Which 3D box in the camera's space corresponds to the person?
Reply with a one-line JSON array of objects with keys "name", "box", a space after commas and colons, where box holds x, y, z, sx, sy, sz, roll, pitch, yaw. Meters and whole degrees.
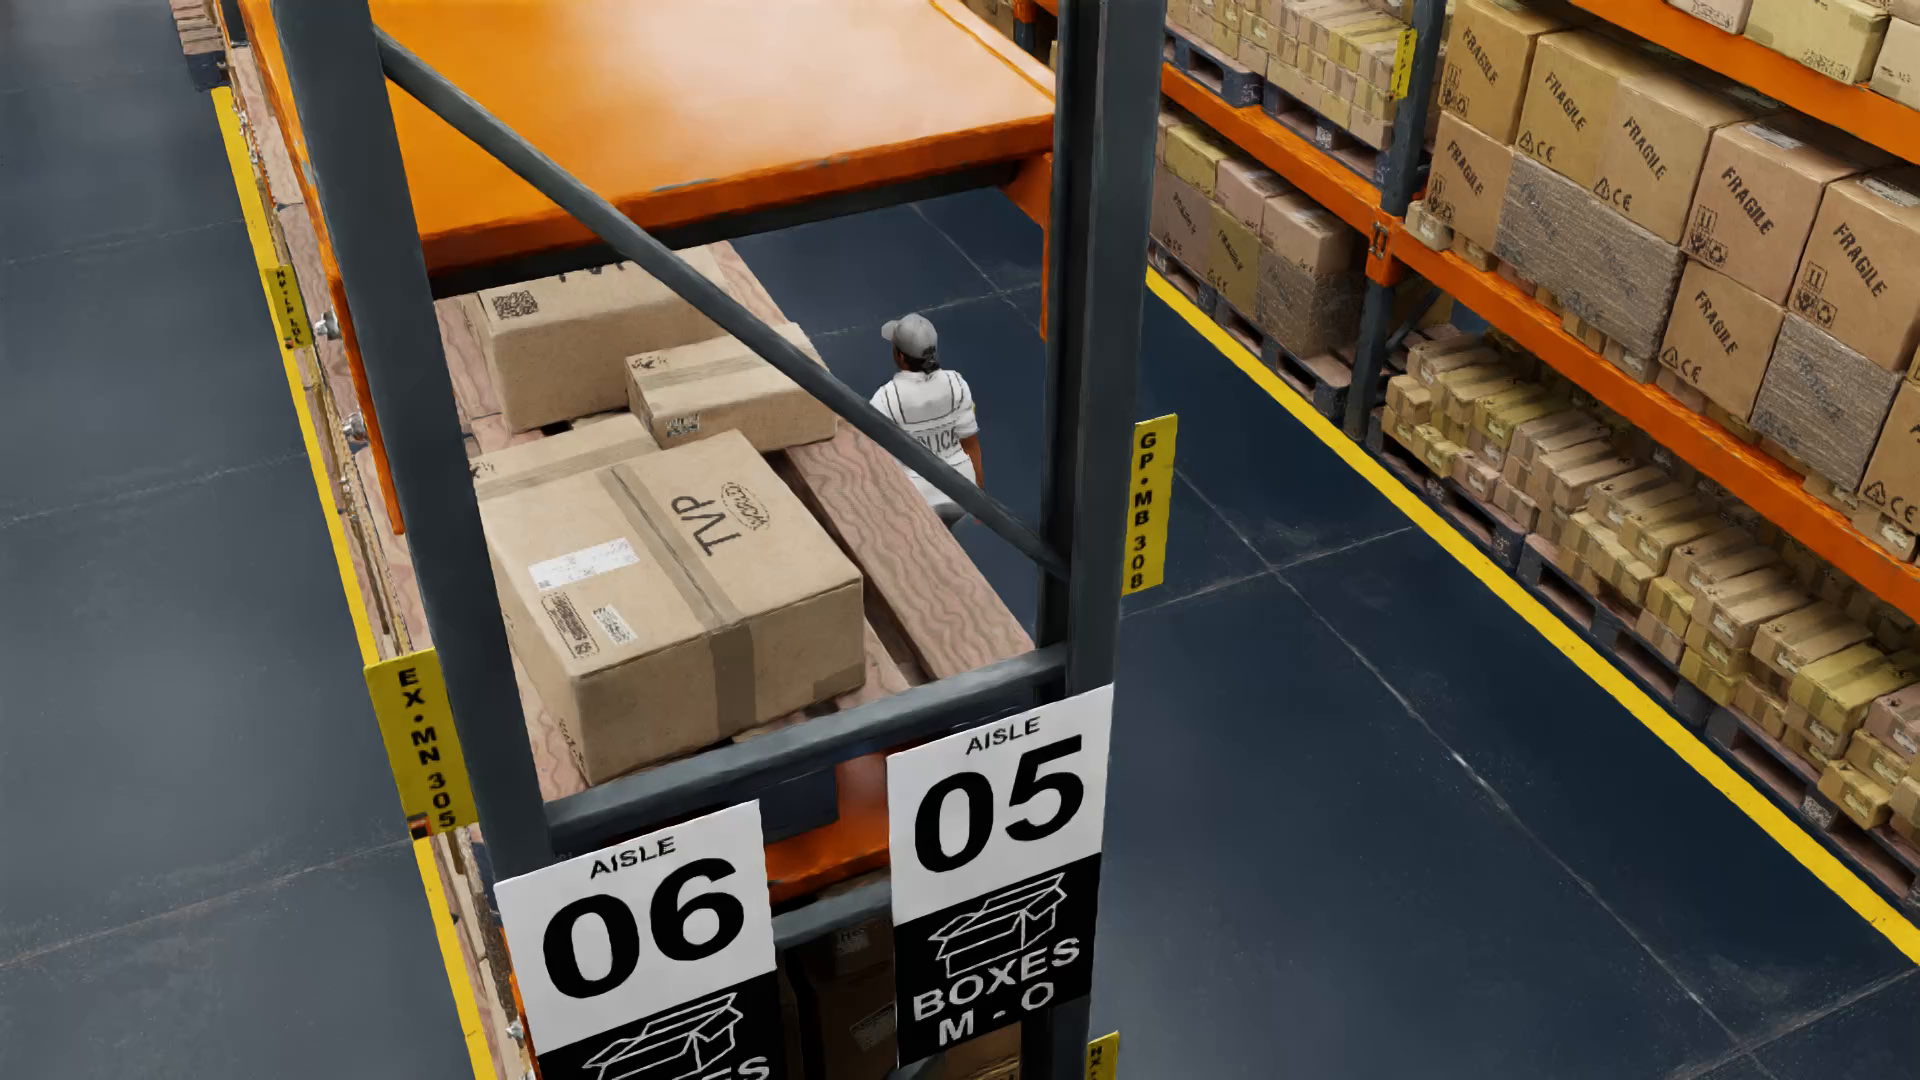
[{"name": "person", "box": [-0.215, -0.252, 7.186, 0.497, 1.604, 0.934, -21, 42, -25]}]
